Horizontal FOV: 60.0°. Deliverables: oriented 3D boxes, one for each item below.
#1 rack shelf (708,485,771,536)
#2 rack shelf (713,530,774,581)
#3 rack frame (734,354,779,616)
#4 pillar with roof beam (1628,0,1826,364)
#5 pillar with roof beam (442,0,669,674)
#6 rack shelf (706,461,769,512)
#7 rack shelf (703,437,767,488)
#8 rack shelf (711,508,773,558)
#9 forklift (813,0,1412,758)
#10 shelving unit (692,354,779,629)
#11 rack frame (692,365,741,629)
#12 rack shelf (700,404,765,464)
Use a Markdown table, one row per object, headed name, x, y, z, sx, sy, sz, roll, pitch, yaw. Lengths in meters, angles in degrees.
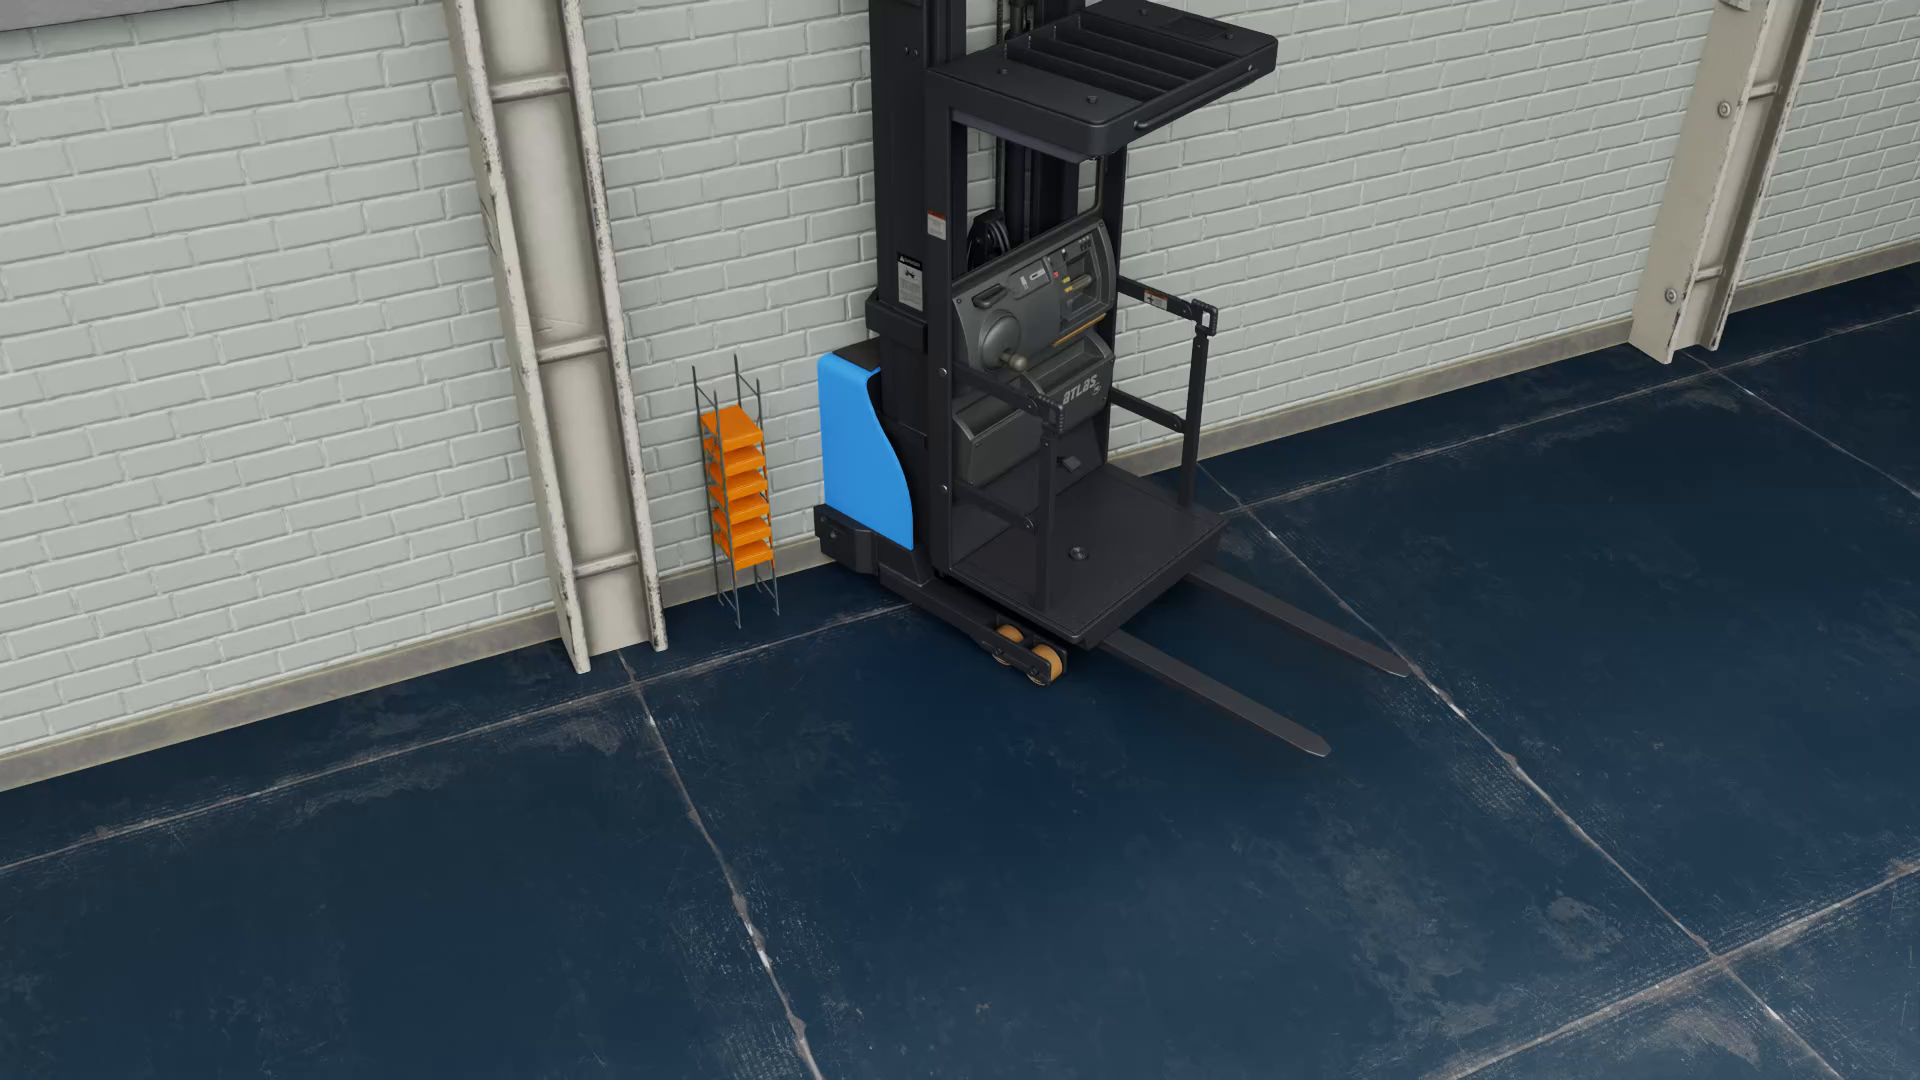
| name | x | y | z | sx | sy | sz | roll | pitch | yaw |
| --- | --- | --- | --- | --- | --- | --- | --- | --- | --- |
| rack shelf | -0.936 | -0.149 | 7.019 | 0.180 | 0.103 | 0.258 | -19 | 41 | -24 |
| rack shelf | -0.936 | 0.044 | 7.162 | 0.180 | 0.103 | 0.258 | -19 | 41 | -24 |
| rack frame | -0.857 | -0.212 | 7.029 | 0.006 | 1.200 | 0.240 | -19 | 41 | -24 |
| pillar with roof beam | 5.768 | -2.380 | 3.405 | 0.400 | 9.000 | 9.100 | -16 | 39 | -20 |
| pillar with roof beam | 0.337 | -0.862 | 1.358 | 0.400 | 9.000 | 9.100 | -16 | 39 | -20 |
| rack shelf | -0.936 | -0.246 | 6.947 | 0.180 | 0.103 | 0.258 | -19 | 41 | -24 |
| rack shelf | -0.936 | -0.342 | 6.876 | 0.180 | 0.103 | 0.258 | -19 | 41 | -24 |
| rack shelf | -0.936 | -0.053 | 7.090 | 0.180 | 0.103 | 0.258 | -19 | 41 | -24 |
| forklift | 0.467 | -0.928 | 6.541 | 3.031 | 2.935 | 1.130 | 28 | 45 | 32 |
| shelving unit | -0.936 | -0.185 | 6.992 | 0.189 | 1.200 | 0.258 | -19 | 41 | -24 |
| rack frame | -1.016 | -0.158 | 6.955 | 0.006 | 1.200 | 0.240 | -19 | 41 | -24 |
| rack shelf | -0.936 | -0.438 | 6.804 | 0.180 | 0.103 | 0.258 | -19 | 41 | -24 |
